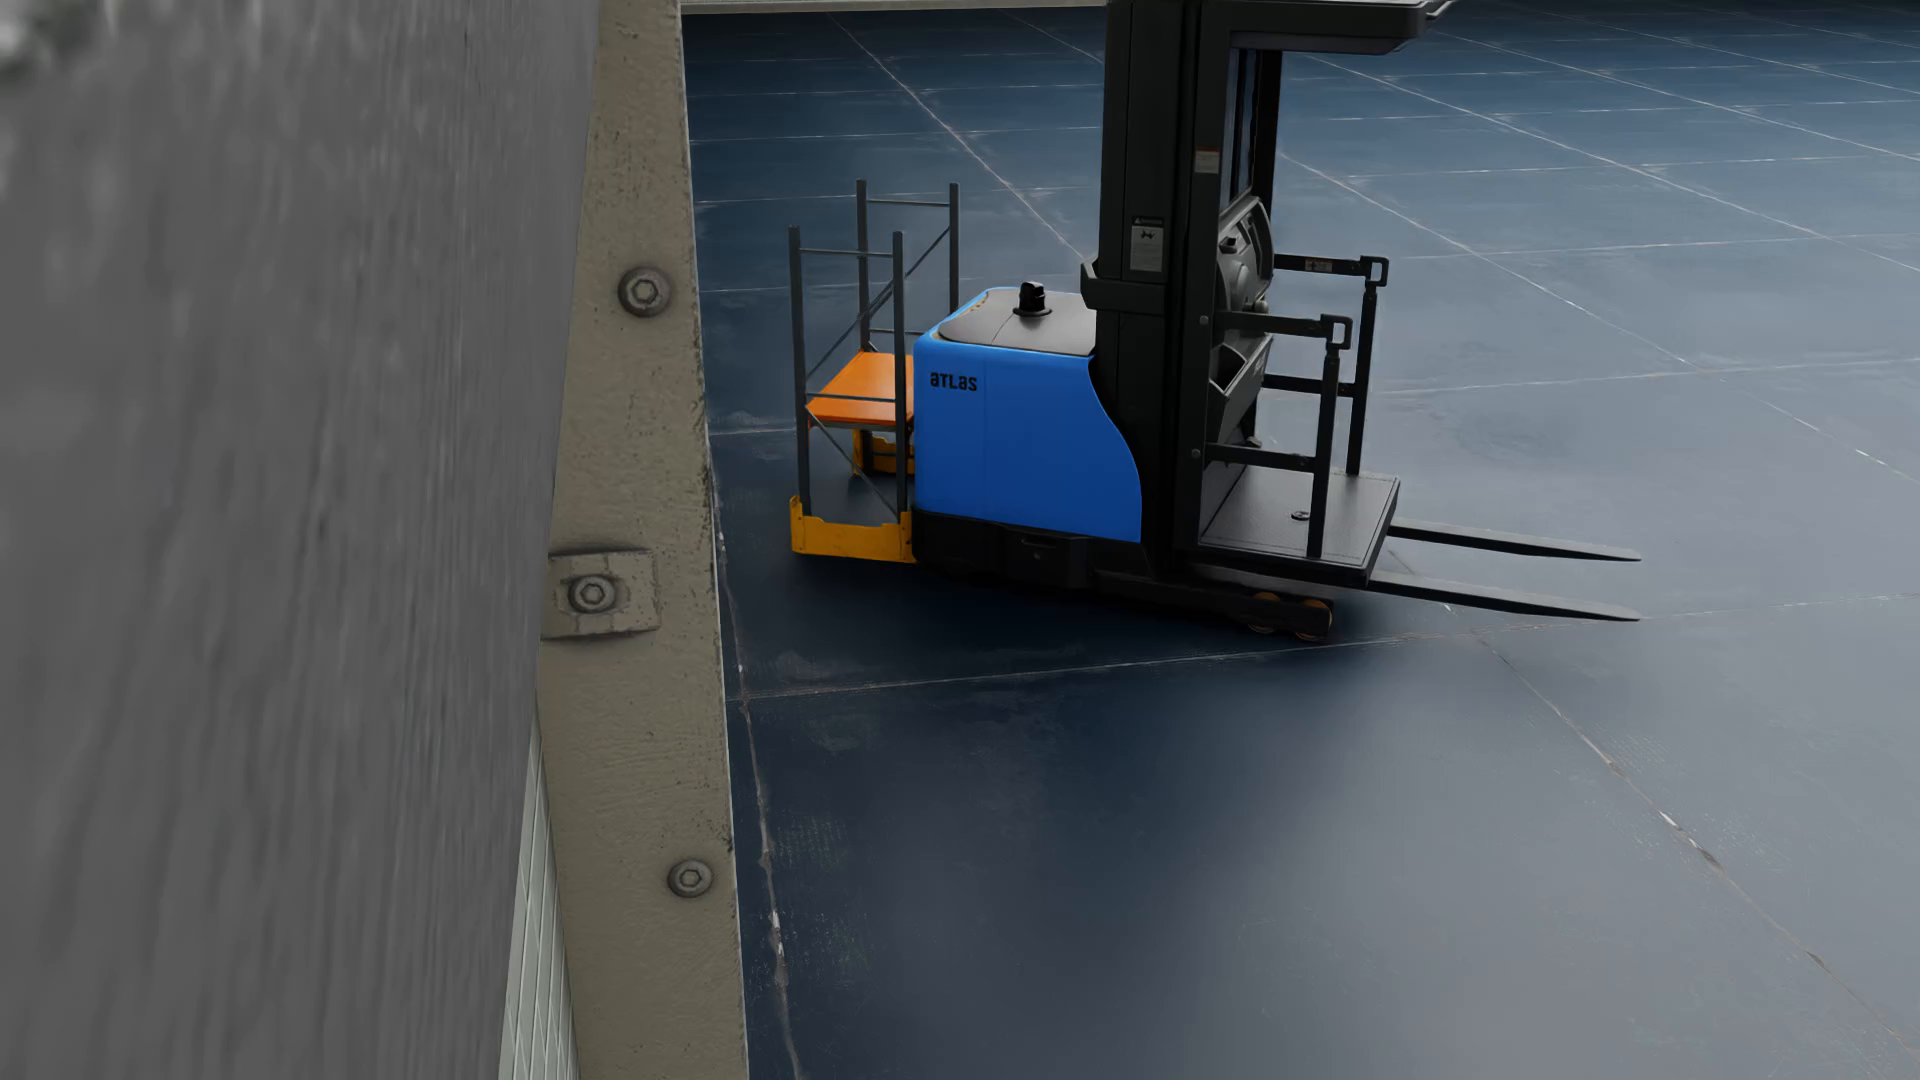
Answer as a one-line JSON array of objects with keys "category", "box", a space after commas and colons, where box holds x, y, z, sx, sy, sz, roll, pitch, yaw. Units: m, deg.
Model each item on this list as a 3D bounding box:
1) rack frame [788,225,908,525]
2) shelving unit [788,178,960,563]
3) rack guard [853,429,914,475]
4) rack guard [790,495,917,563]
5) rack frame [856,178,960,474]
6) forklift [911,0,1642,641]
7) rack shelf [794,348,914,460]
[{"category": "rack frame", "box": [-0.480, -0.622, 7.301, 0.500, 1.500, 0.032, 5, 24, 12]}, {"category": "shelving unit", "box": [-0.366, -0.817, 7.747, 0.587, 1.500, 1.083, 5, 24, 12]}, {"category": "rack guard", "box": [-0.253, -0.438, 8.441, 0.587, 0.250, 0.087, 5, 24, 12]}, {"category": "rack guard", "box": [-0.480, -0.050, 7.552, 0.587, 0.250, 0.087, 5, 24, 12]}, {"category": "rack frame", "box": [-0.248, -1.019, 8.208, 0.500, 1.500, 0.032, 5, 24, 12]}, {"category": "forklift", "box": [1.356, -1.170, 6.768, 3.031, 2.935, 1.130, 9, 25, 19]}, {"category": "rack shelf", "box": [-0.364, -0.656, 7.827, 0.538, 0.185, 1.000, 5, 24, 12]}]
